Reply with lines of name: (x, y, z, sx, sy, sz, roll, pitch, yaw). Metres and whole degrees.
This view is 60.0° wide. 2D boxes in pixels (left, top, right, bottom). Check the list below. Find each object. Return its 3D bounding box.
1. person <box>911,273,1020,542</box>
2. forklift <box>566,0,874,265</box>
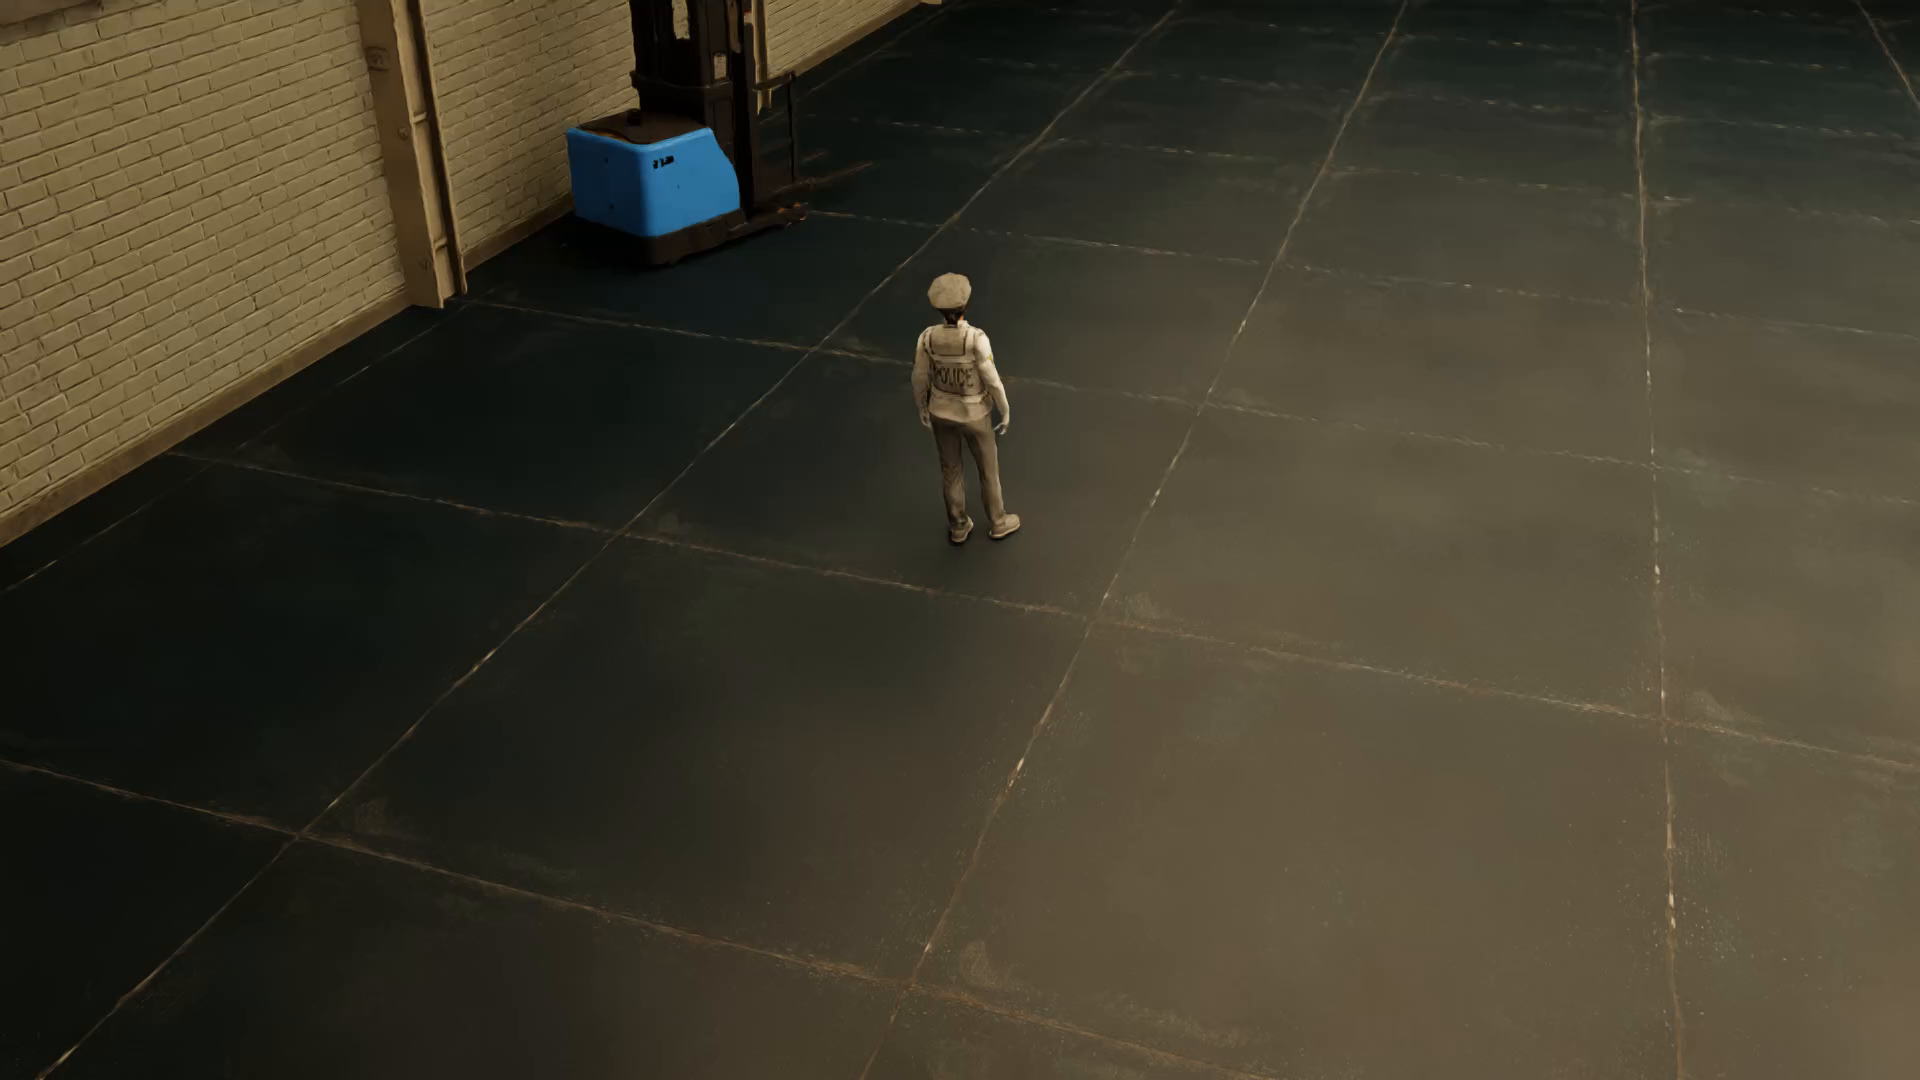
person: (0.029, -0.773, 9.726, 0.586, 1.695, 0.532, 10, 31, 16)
forklift: (-2.037, -4.249, 14.591, 1.130, 2.935, 3.031, 22, 36, 33)
